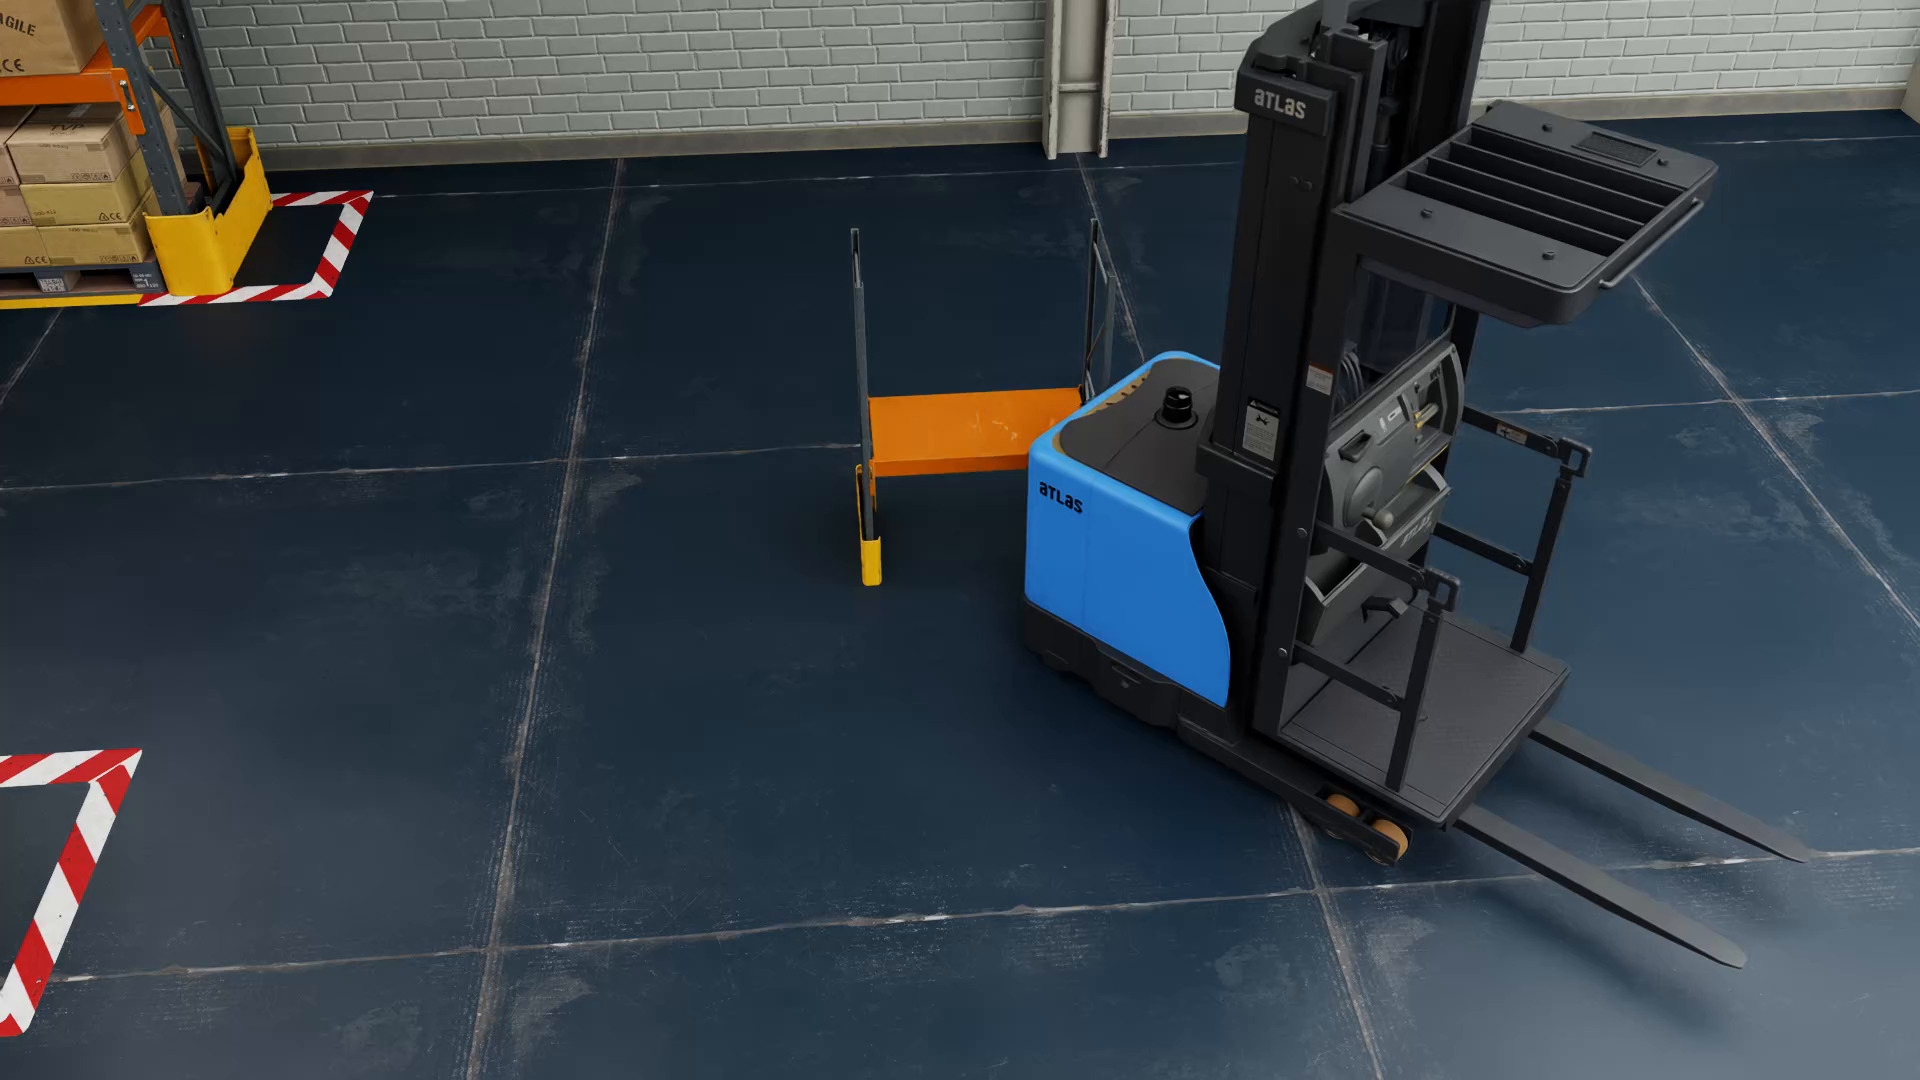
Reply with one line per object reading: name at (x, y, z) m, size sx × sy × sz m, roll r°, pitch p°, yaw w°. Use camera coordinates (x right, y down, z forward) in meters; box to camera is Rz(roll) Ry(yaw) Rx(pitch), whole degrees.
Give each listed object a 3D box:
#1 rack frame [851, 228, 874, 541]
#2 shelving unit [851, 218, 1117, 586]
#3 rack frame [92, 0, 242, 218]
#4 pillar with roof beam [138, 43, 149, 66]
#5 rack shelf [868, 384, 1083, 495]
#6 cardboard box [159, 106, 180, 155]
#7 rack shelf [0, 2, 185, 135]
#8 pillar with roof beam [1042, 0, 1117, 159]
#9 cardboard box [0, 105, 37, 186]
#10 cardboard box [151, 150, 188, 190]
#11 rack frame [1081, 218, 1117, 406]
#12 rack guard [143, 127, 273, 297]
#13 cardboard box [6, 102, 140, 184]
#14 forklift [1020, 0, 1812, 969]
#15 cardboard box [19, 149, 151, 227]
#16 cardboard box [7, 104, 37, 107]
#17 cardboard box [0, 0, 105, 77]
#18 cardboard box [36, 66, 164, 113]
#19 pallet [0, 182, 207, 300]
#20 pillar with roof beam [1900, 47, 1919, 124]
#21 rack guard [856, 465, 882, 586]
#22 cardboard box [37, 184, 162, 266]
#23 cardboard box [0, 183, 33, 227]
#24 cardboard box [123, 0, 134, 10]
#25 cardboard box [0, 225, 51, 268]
rack frame at (-0.421, -0.566, 7.256) m, size 0.032 × 1.500 × 0.500 m, roll -3°, pitch 38°, yaw -4°
shelving unit at (0.076, -0.593, 7.291) m, size 1.083 × 1.500 × 0.587 m, roll -3°, pitch 38°, yaw -4°
rack frame at (-4.445, -2.936, 9.049) m, size 0.127 × 3.000 × 1.000 m, roll -3°, pitch 38°, yaw -4°
pillar with roof beam at (-4.837, -3.153, 4.481) m, size 0.400 × 9.000 × 9.100 m, roll -3°, pitch 38°, yaw -4°
rack shelf at (0.085, -0.452, 7.403) m, size 1.000 × 0.185 × 0.538 m, roll -3°, pitch 38°, yaw -4°
cardboard box at (-4.931, -2.320, 9.746) m, size 0.500 × 0.250 × 0.500 m, roll -2°, pitch 38°, yaw -3°
rack shelf at (-6.437, -2.544, 9.133) m, size 4.000 × 0.370 × 1.077 m, roll -3°, pitch 38°, yaw -4°
pillar with roof beam at (1.140, -3.482, 4.898) m, size 0.400 × 9.000 × 9.100 m, roll -3°, pitch 38°, yaw -4°
cardboard box at (-5.384, -2.164, 9.145) m, size 0.500 × 0.250 × 0.500 m, roll -2°, pitch 38°, yaw -3°
cardboard box at (-4.951, -2.115, 9.890) m, size 0.500 × 0.250 × 0.500 m, roll -3°, pitch 38°, yaw -4°
rack frame at (0.591, -0.621, 7.327) m, size 0.032 × 1.500 × 0.500 m, roll -3°, pitch 38°, yaw -4°
rack guard at (-4.421, -1.956, 9.825) m, size 0.348 × 0.500 × 1.175 m, roll -3°, pitch 38°, yaw -4°
cardboard box at (-4.876, -2.196, 9.185) m, size 0.500 × 0.250 × 0.500 m, roll -2°, pitch 38°, yaw -2°
forklift at (1.698, -0.311, 5.778) m, size 3.031 × 2.935 × 1.130 m, roll 28°, pitch 46°, yaw 31°
cardboard box at (-4.902, -1.998, 9.338) m, size 0.500 × 0.250 × 0.500 m, roll -4°, pitch 38°, yaw -5°
cardboard box at (-5.438, -2.475, 9.538) m, size 0.500 × 0.250 × 0.500 m, roll -3°, pitch 38°, yaw -4°
cardboard box at (-4.912, -2.786, 8.779) m, size 0.500 × 0.500 × 0.500 m, roll -4°, pitch 38°, yaw -5°
cardboard box at (-4.940, -2.504, 9.576) m, size 0.500 × 0.250 × 0.500 m, roll -4°, pitch 38°, yaw -5°
pallet at (-5.203, -1.773, 9.827) m, size 1.213 × 0.211 × 1.003 m, roll -3°, pitch 38°, yaw -4°
pillar with roof beam at (7.116, -3.811, 5.315) m, size 0.400 × 9.000 × 9.100 m, roll -3°, pitch 38°, yaw -4°
rack guard at (-0.420, -0.075, 7.643) m, size 0.087 × 0.250 × 0.587 m, roll -3°, pitch 38°, yaw -4°
cardboard box at (-4.885, -1.801, 9.491) m, size 0.500 × 0.250 × 0.500 m, roll -3°, pitch 38°, yaw -4°
cardboard box at (-5.402, -1.977, 9.311) m, size 0.500 × 0.250 × 0.500 m, roll -3°, pitch 38°, yaw -4°
cardboard box at (-4.963, -3.119, 9.201) m, size 0.500 × 0.500 × 0.500 m, roll -2°, pitch 38°, yaw -3°
cardboard box at (-5.381, -1.779, 9.464) m, size 0.500 × 0.250 × 0.500 m, roll -3°, pitch 38°, yaw -4°
